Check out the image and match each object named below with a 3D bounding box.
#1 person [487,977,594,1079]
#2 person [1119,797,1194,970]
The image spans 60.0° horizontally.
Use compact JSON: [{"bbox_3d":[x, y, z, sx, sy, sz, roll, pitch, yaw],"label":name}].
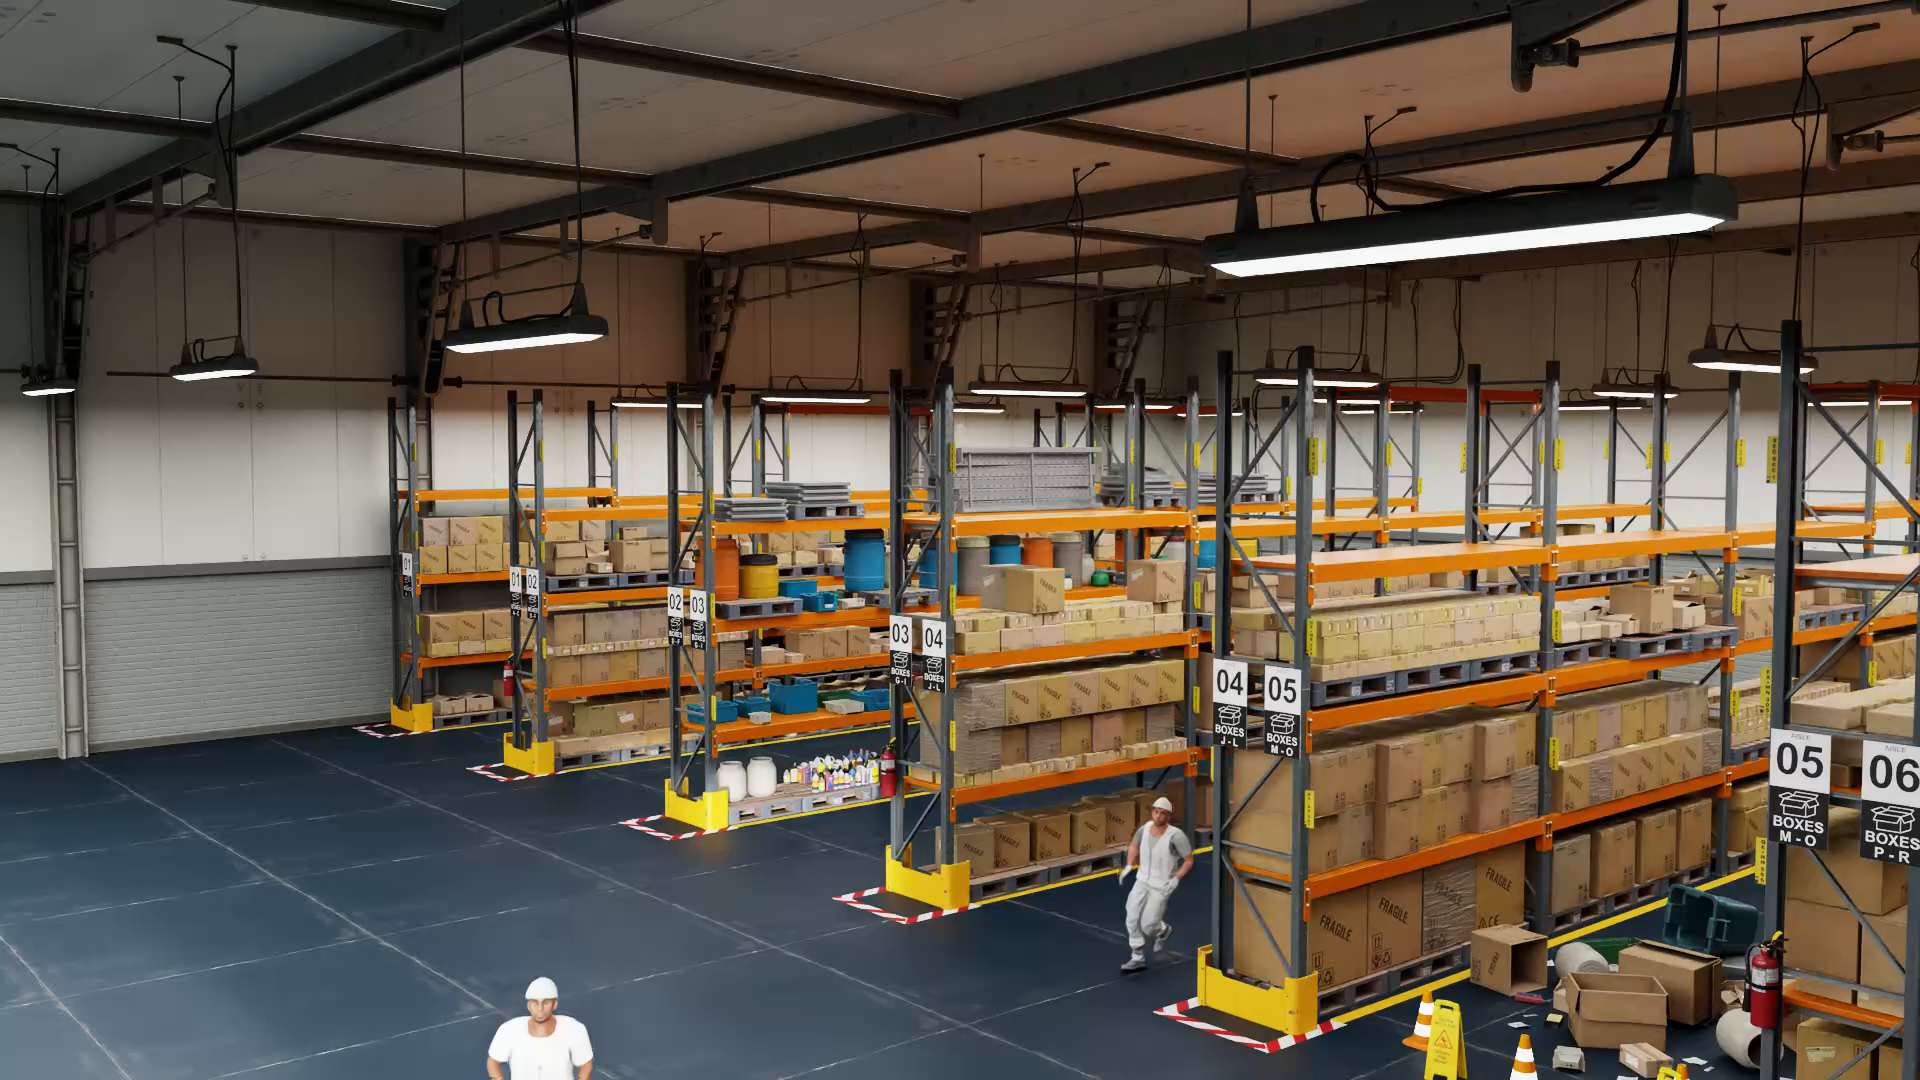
[{"bbox_3d":[-2.699,3.672,10.692,0.676,1.718,0.571,-1,3,-12],"label":"person"},{"bbox_3d":[1.941,3.356,16.260,0.706,1.728,0.582,3,4,40],"label":"person"}]
